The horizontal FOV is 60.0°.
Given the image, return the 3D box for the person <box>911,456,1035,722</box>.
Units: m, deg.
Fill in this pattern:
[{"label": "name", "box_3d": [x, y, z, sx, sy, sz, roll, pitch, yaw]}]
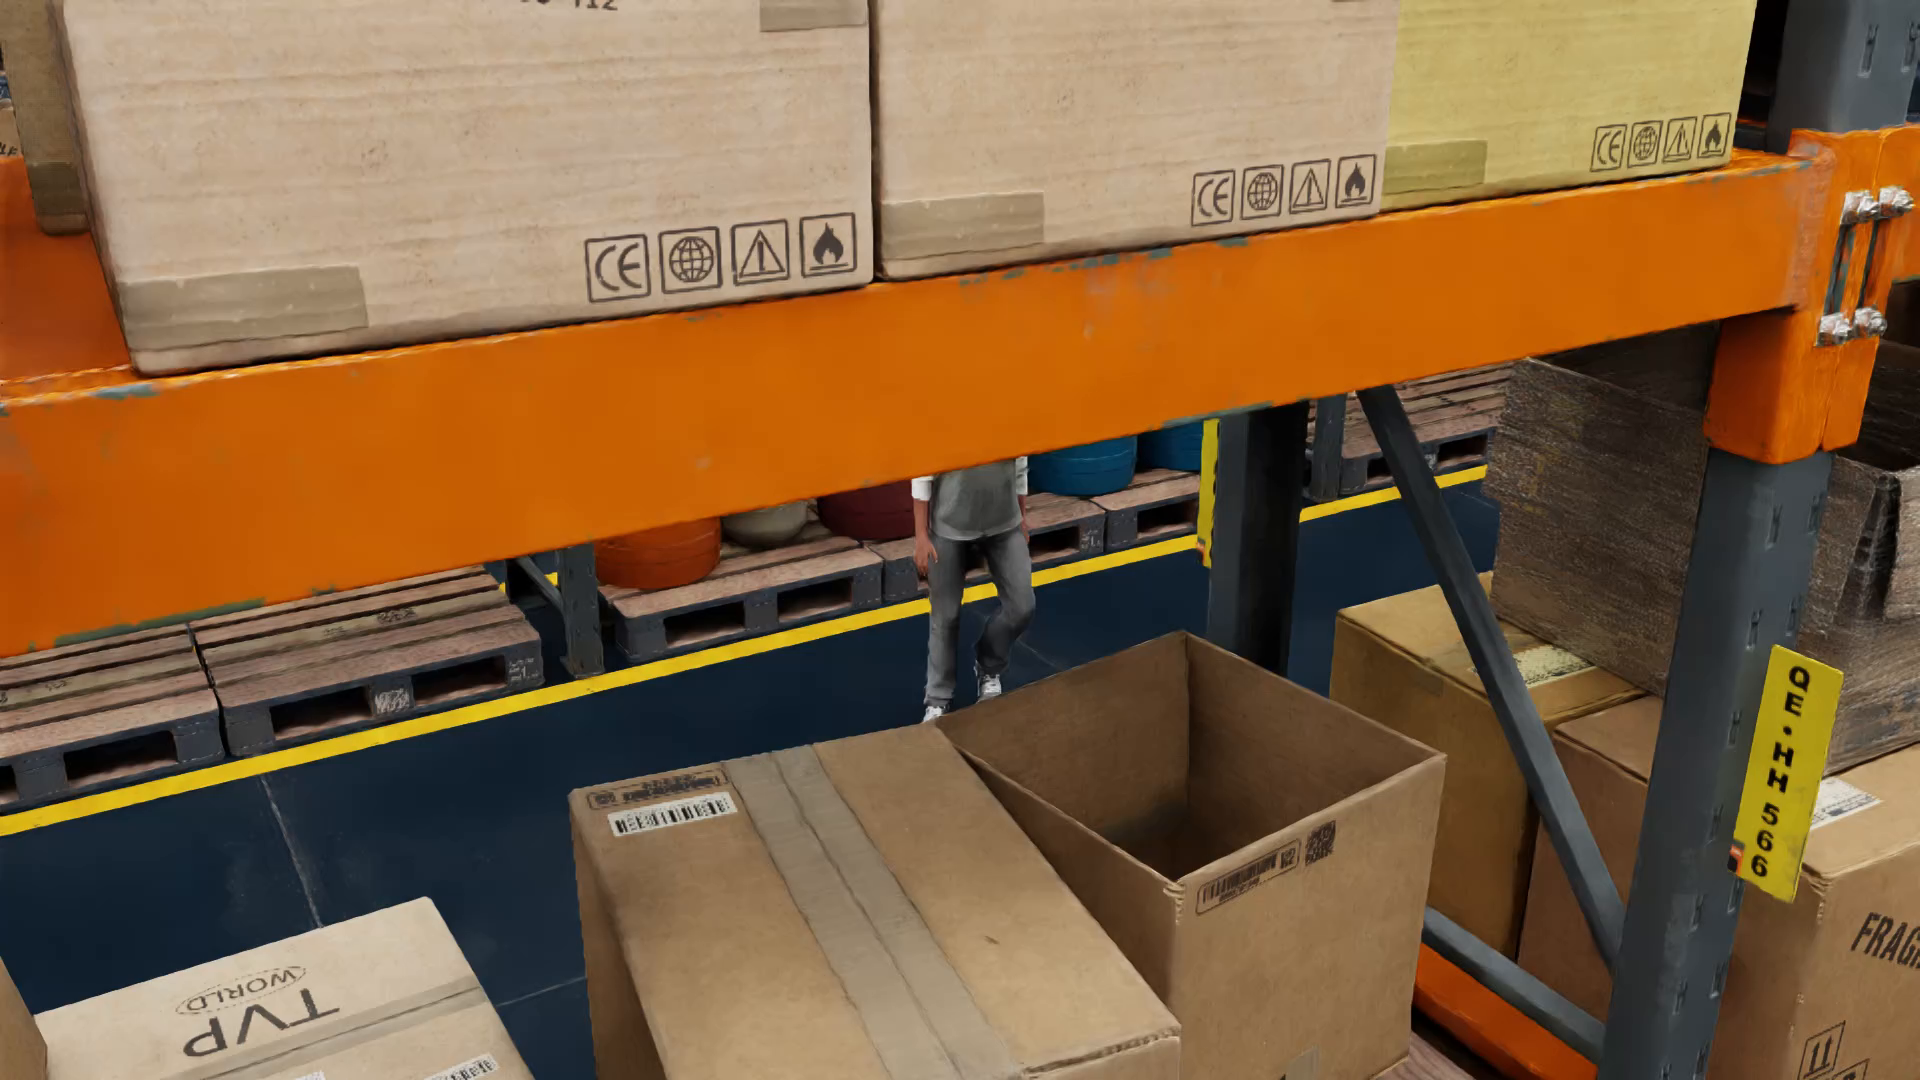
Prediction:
[{"label": "person", "box_3d": [0.029, -0.044, 6.172, 0.470, 1.598, 0.382, -6, 23, -14]}]
